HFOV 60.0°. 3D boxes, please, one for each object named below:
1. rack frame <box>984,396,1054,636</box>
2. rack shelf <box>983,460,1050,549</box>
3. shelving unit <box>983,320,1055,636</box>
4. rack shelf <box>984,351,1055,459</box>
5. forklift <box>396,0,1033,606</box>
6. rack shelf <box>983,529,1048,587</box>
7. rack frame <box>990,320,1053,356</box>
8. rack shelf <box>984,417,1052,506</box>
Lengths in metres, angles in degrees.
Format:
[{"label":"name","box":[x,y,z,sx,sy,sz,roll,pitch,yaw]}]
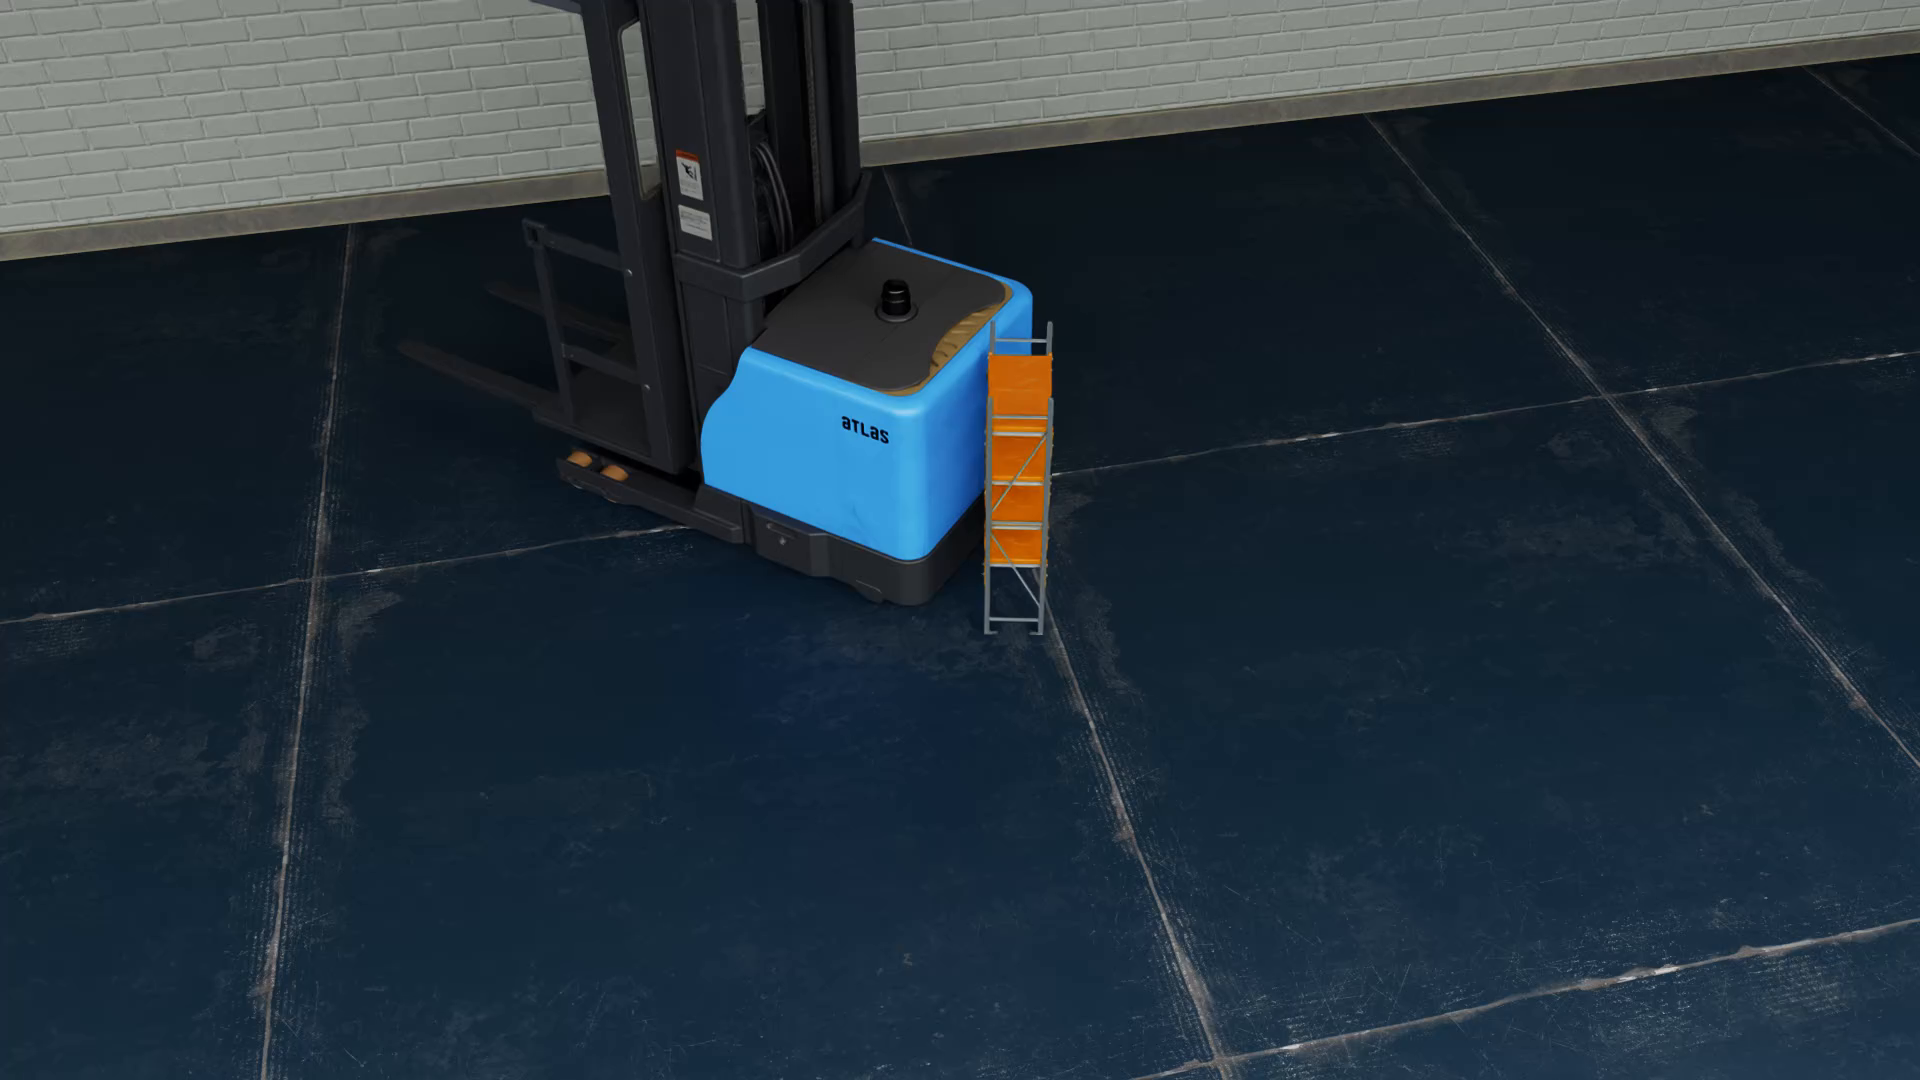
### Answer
[{"label":"rack frame","box":[0.219,-0.064,6.418,0.240,1.200,0.015,1,42,1]},{"label":"rack shelf","box":[0.227,-0.176,6.645,0.258,0.148,0.480,1,42,1]},{"label":"shelving unit","box":[0.227,-0.226,6.601,0.258,1.200,0.503,1,42,1]},{"label":"rack shelf","box":[0.228,-0.520,6.340,0.258,0.148,0.480,1,42,1]},{"label":"forklift","box":[-1.222,-1.546,6.784,3.031,2.935,1.130,21,46,22]},{"label":"rack shelf","box":[0.227,-0.027,6.777,0.258,0.148,0.480,1,42,1]},{"label":"rack frame","box":[0.236,-0.388,6.783,0.240,1.200,0.015,1,42,1]},{"label":"rack shelf","box":[0.227,-0.343,6.497,0.258,0.148,0.480,1,42,1]}]
